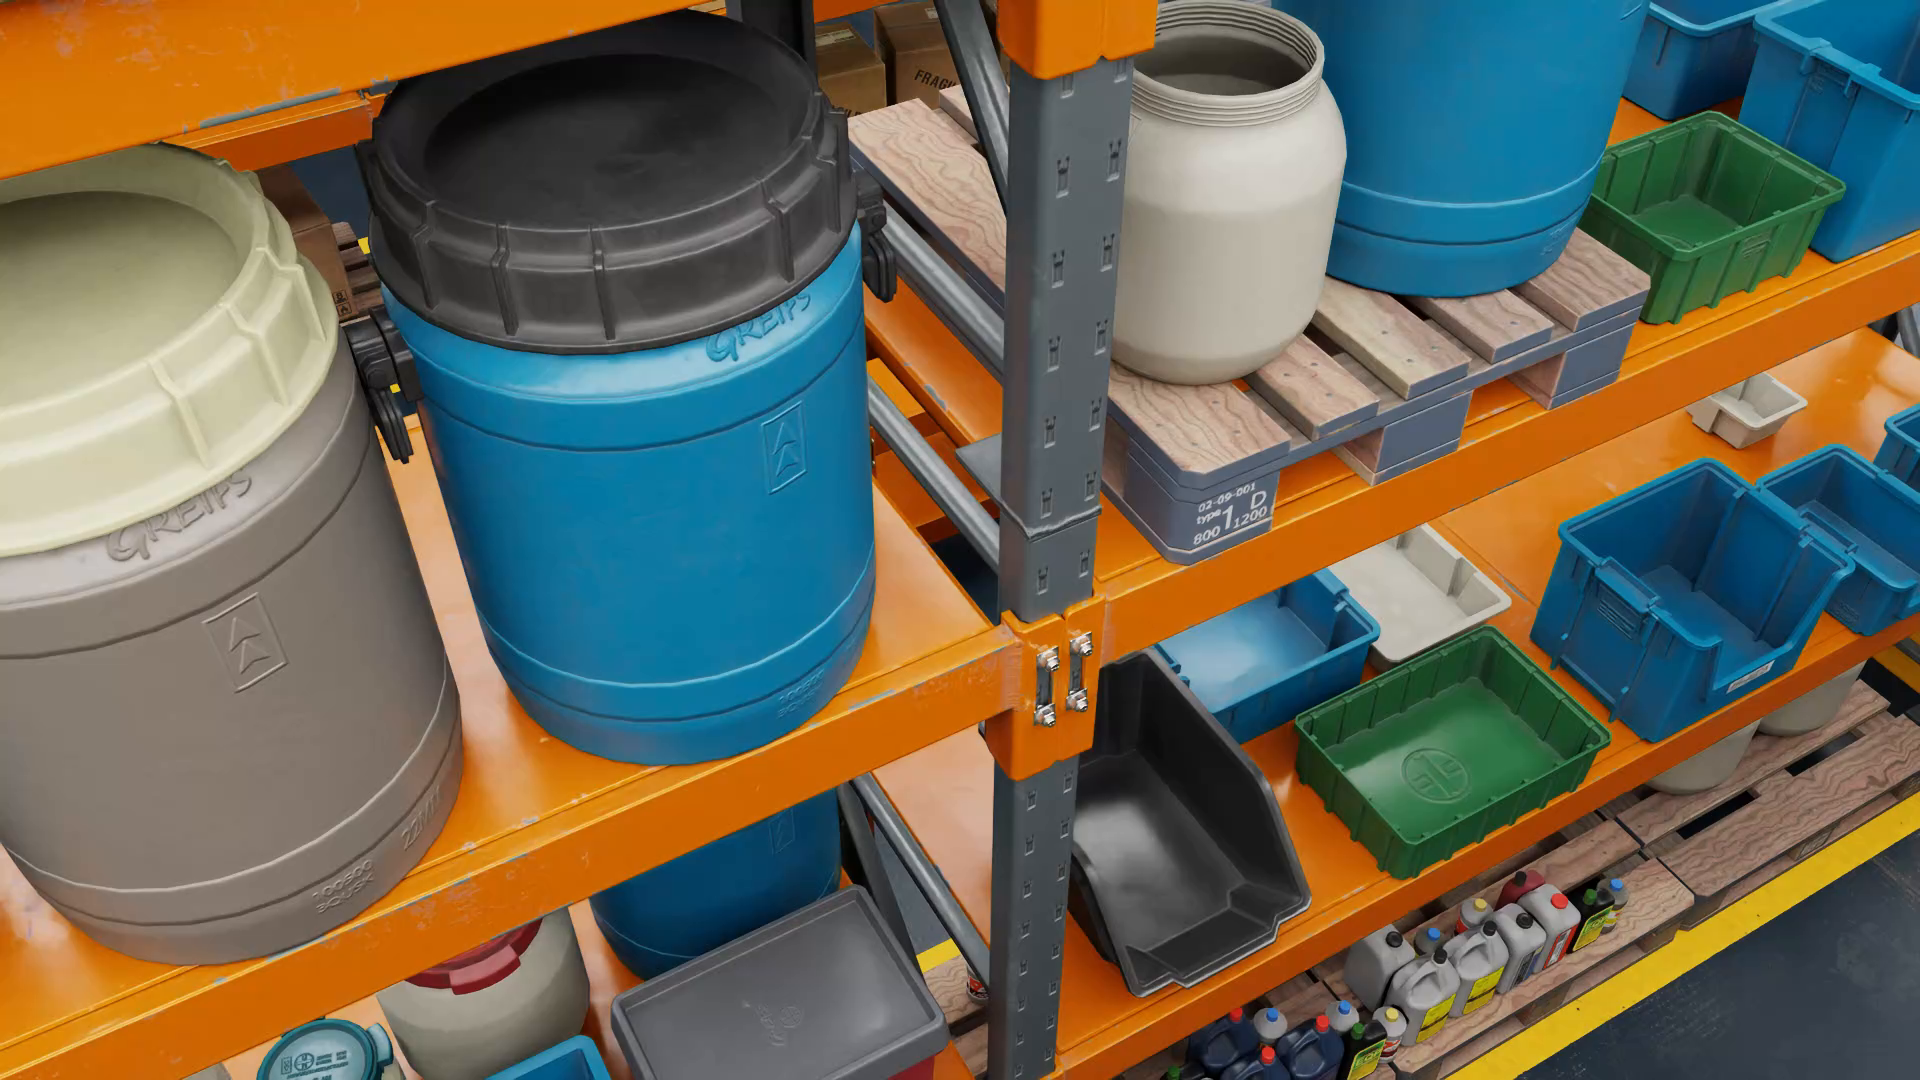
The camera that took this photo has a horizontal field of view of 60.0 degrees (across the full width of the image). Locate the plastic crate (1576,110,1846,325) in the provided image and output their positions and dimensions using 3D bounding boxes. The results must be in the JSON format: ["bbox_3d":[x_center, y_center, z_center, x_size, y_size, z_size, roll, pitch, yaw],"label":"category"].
[{"bbox_3d":[1.412,-0.626,3.239,0.450,0.188,0.336,-22,48,-21],"label":"plastic crate"}]

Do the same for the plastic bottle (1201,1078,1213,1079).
[{"bbox_3d":[0.669,1.603,4.584,0.135,0.276,0.152,-20,48,-20],"label":"plastic bottle"}]

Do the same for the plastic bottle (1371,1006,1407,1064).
[{"bbox_3d":[1.235,1.425,4.821,0.097,0.201,0.097,0,44,0],"label":"plastic bottle"}]

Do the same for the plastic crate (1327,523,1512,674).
[{"bbox_3d":[1.190,0.136,4.645,0.437,0.136,0.530,-22,48,-21],"label":"plastic crate"}]

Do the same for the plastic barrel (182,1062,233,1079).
[{"bbox_3d":[-1.667,1.163,3.300,0.433,0.535,0.433,0,44,0],"label":"plastic barrel"}]

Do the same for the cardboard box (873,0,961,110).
[{"bbox_3d":[-0.142,-2.440,8.604,0.500,0.500,0.500,-10,45,-10],"label":"cardboard box"}]

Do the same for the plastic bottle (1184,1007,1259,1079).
[{"bbox_3d":[0.743,1.434,4.705,0.185,0.351,0.144,-22,48,-21],"label":"plastic bottle"}]

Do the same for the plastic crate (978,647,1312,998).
[{"bbox_3d":[0.425,0.675,3.945,0.504,0.338,0.767,-22,48,-21],"label":"plastic crate"}]

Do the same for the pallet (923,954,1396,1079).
[{"bbox_3d":[0.511,1.551,5.001,1.213,0.211,1.003,-22,48,-21],"label":"pallet"}]

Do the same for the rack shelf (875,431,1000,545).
[{"bbox_3d":[-0.006,-0.226,6.526,1.000,0.278,0.538,-22,48,-21],"label":"rack shelf"}]

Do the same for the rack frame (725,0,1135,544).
[{"bbox_3d":[-0.092,-1.395,1.726,0.127,3.000,1.000,-22,48,-21],"label":"rack frame"}]

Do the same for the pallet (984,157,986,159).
[{"bbox_3d":[0.121,-2.333,9.003,1.213,0.211,1.003,-22,48,-21],"label":"pallet"}]

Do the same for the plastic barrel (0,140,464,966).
[{"bbox_3d":[-0.992,0.036,2.045,0.600,0.901,0.600,0,44,0],"label":"plastic barrel"}]

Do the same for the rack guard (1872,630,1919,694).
[{"bbox_3d":[3.334,0.322,6.059,0.348,0.500,1.175,-22,48,-21],"label":"rack guard"}]

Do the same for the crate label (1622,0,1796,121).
[{"bbox_3d":[1.589,-1.203,3.789,0.408,0.251,0.502,-22,48,-21],"label":"crate label"}]

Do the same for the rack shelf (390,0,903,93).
[{"bbox_3d":[-0.825,-2.669,7.863,4.000,0.370,1.077,-22,48,-21],"label":"rack shelf"}]

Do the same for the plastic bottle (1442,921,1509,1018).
[{"bbox_3d":[1.508,1.244,4.901,0.185,0.351,0.144,-20,48,-19],"label":"plastic bottle"}]

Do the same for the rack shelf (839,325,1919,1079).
[{"bbox_3d":[1.642,0.322,4.781,4.000,0.370,1.077,-22,48,-21],"label":"rack shelf"}]

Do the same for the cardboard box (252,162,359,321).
[{"bbox_3d":[-3.103,-1.294,7.408,0.500,0.500,0.700,-25,50,-24],"label":"cardboard box"}]

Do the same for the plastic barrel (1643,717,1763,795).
[{"bbox_3d":[2.409,0.561,5.503,0.421,0.512,0.421,0,44,0],"label":"plastic barrel"}]

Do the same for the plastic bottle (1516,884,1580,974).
[{"bbox_3d":[1.770,1.162,5.038,0.135,0.276,0.152,-21,48,-21],"label":"plastic bottle"}]

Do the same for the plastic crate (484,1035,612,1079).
[{"bbox_3d":[-0.894,1.334,3.233,0.575,0.384,0.392,-22,48,-21],"label":"plastic crate"}]

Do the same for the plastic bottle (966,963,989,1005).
[{"bbox_3d":[0.067,1.290,4.960,0.097,0.201,0.097,0,44,0],"label":"plastic bottle"}]

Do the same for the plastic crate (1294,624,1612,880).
[{"bbox_3d":[1.225,0.533,4.199,0.662,0.188,0.450,-22,48,-21],"label":"plastic crate"}]

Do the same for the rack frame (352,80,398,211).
[{"bbox_3d":[-2.560,-2.233,6.897,0.127,3.000,1.000,-22,48,-21],"label":"rack frame"}]

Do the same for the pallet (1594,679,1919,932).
[{"bbox_3d":[2.627,0.704,5.873,1.213,0.211,1.003,-22,48,-21],"label":"pallet"}]

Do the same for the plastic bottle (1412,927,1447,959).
[{"bbox_3d":[1.410,1.239,5.012,0.097,0.201,0.097,0,44,0],"label":"plastic bottle"}]

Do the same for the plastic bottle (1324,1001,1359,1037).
[{"bbox_3d":[1.087,1.411,4.786,0.097,0.271,0.097,0,44,0],"label":"plastic bottle"}]

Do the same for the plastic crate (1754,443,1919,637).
[{"bbox_3d":[2.525,0.000,4.703,0.408,0.251,0.499,-22,48,-21],"label":"plastic crate"}]

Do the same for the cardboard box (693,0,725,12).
[{"bbox_3d":[-1.152,-2.484,7.336,0.250,0.149,0.380,-22,48,-21],"label":"cardboard box"}]

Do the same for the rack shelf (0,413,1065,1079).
[{"bbox_3d":[-1.826,0.634,2.306,4.000,0.370,1.077,-22,48,-21],"label":"rack shelf"}]

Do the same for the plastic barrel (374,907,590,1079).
[{"bbox_3d":[-1.031,0.909,3.562,0.433,0.535,0.433,0,44,0],"label":"plastic barrel"}]

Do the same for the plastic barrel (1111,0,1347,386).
[{"bbox_3d":[0.379,-0.540,2.617,0.421,0.512,0.421,0,44,0],"label":"plastic barrel"}]

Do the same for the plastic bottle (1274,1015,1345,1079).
[{"bbox_3d":[0.978,1.456,4.682,0.185,0.351,0.144,-24,49,-23],"label":"plastic bottle"}]

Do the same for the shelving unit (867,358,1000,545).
[{"bbox_3d":[-0.006,-0.401,6.356,1.048,1.125,0.538,-22,48,-21],"label":"shelving unit"}]

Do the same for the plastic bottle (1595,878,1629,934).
[{"bbox_3d":[2.002,1.118,5.137,0.097,0.201,0.097,0,44,0],"label":"plastic bottle"}]

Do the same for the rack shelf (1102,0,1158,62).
[{"bbox_3d":[1.642,-1.687,2.831,4.000,0.370,1.077,-22,48,-21],"label":"rack shelf"}]
